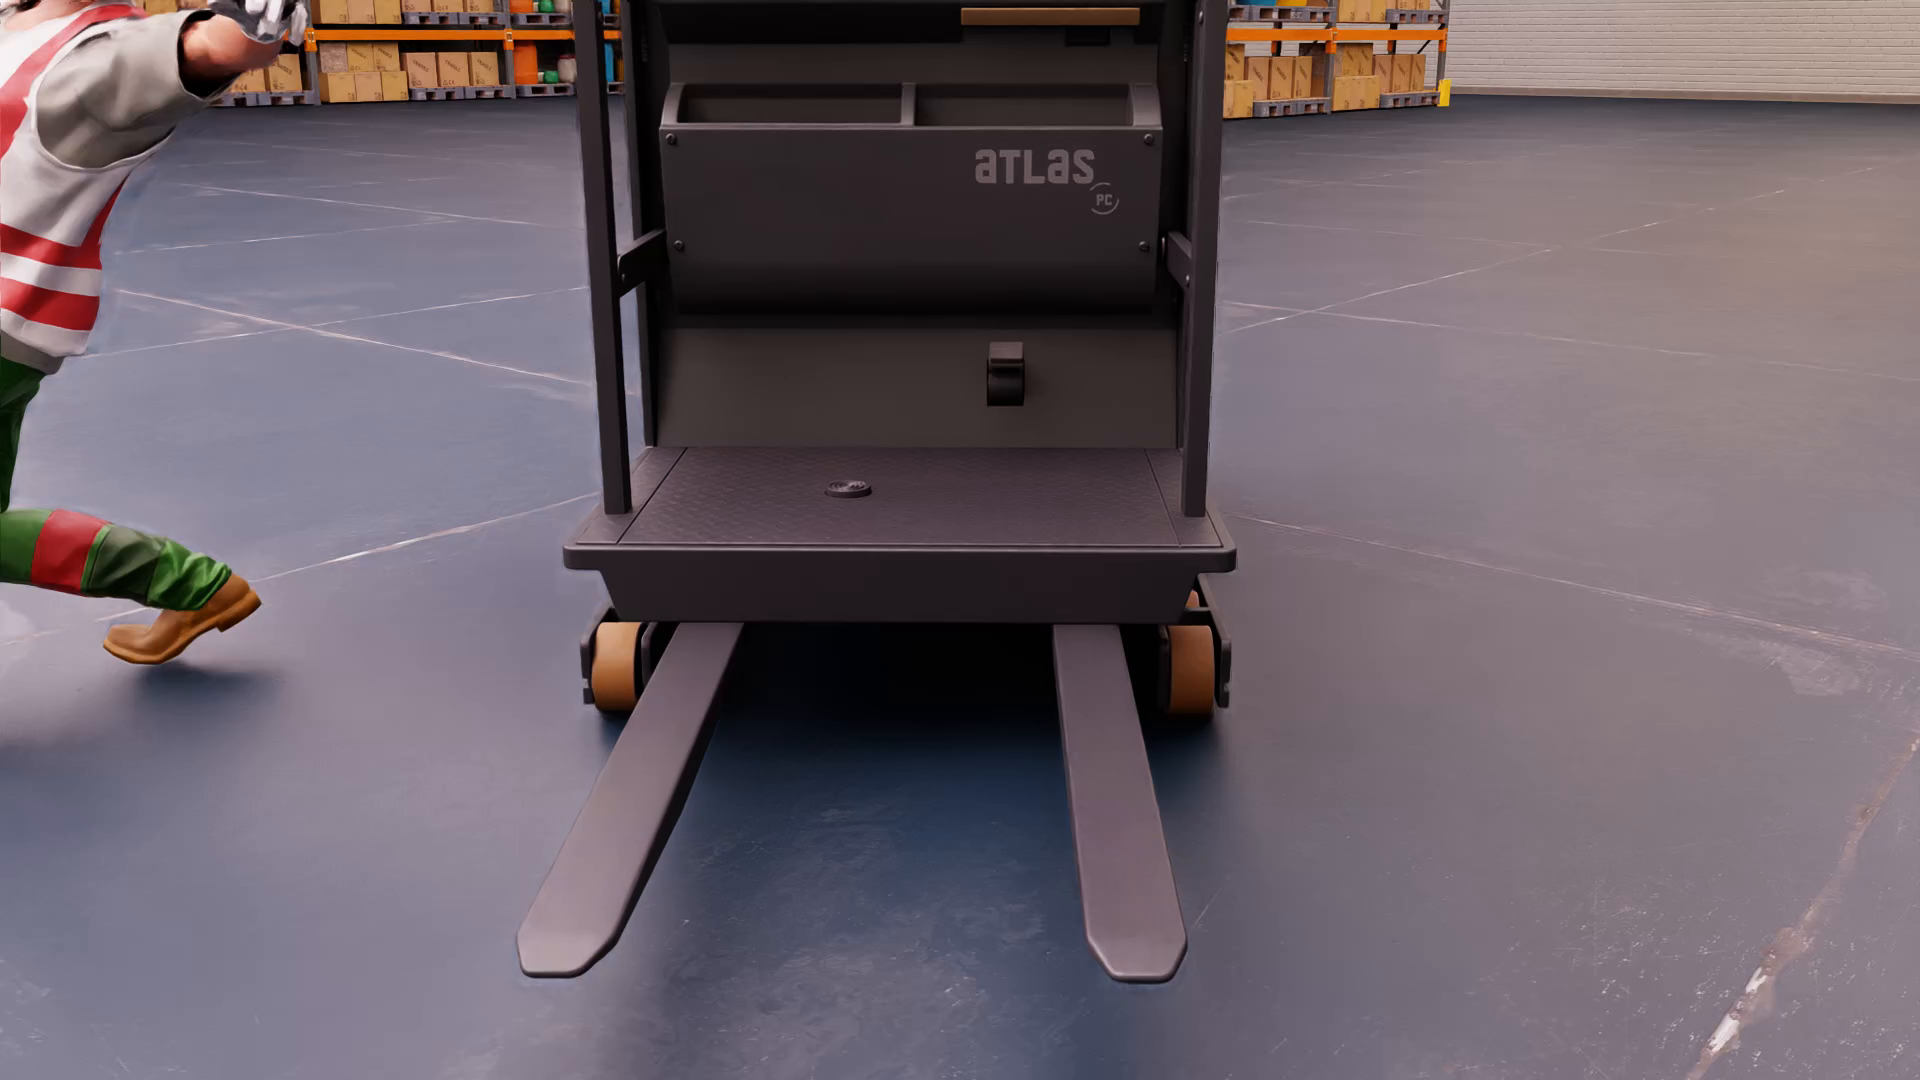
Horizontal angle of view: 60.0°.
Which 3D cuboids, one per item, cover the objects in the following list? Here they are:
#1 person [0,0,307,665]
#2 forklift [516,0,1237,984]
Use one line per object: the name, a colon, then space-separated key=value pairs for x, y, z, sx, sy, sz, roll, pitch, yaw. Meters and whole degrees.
person: x=-1.501 y=-0.389 z=2.537 sx=0.862 sy=1.596 sz=1.112 roll=-12 pitch=21 yaw=-35
forklift: x=-0.091 y=-1.183 z=2.792 sx=1.130 sy=2.935 sz=3.031 roll=0 pitch=17 yaw=1
